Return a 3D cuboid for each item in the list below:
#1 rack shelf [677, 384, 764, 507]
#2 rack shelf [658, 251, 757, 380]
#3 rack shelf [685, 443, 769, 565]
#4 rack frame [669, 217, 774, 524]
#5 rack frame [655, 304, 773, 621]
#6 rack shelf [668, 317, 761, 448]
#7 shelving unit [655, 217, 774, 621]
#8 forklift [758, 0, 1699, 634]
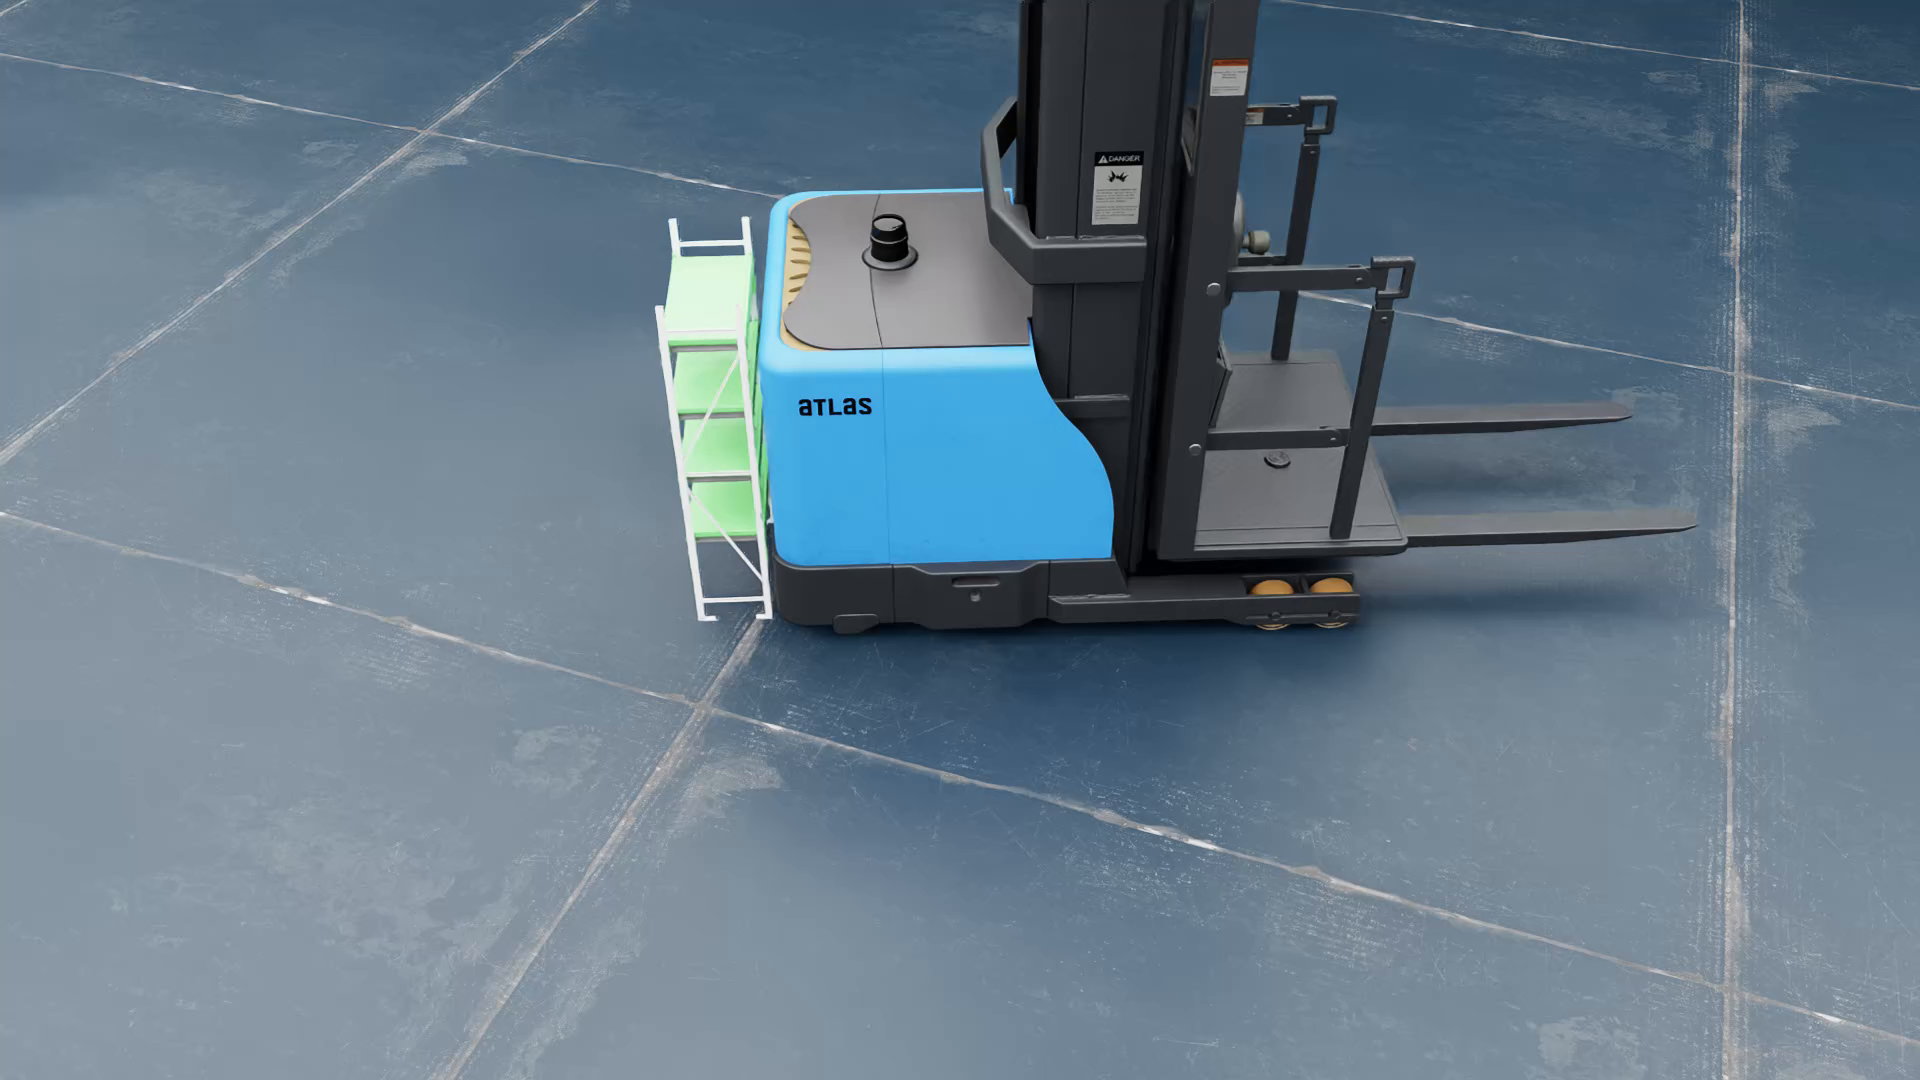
[{"bbox_3d":[-0.748,-0.309,5.286,0.258,0.148,0.480,-2,41,-2],"label":"rack shelf"},{"bbox_3d":[-0.748,-0.674,4.975,0.258,0.148,0.480,-2,41,-2],"label":"rack shelf"},{"bbox_3d":[-0.748,-0.127,5.442,0.258,0.148,0.480,-2,41,-2],"label":"rack shelf"},{"bbox_3d":[-0.761,-0.516,5.430,0.240,1.200,0.015,-2,41,-2],"label":"rack frame"},{"bbox_3d":[-0.735,-0.200,5.059,0.240,1.200,0.015,-2,41,-2],"label":"rack frame"},{"bbox_3d":[-0.748,-0.492,5.131,0.258,0.148,0.480,-2,41,-2],"label":"rack shelf"},{"bbox_3d":[-0.748,-0.358,5.245,0.258,1.200,0.503,-2,41,-2],"label":"shelving unit"},{"bbox_3d":[0.903,-1.167,4.860,3.031,2.935,1.130,-2,40,-2],"label":"forklift"}]
